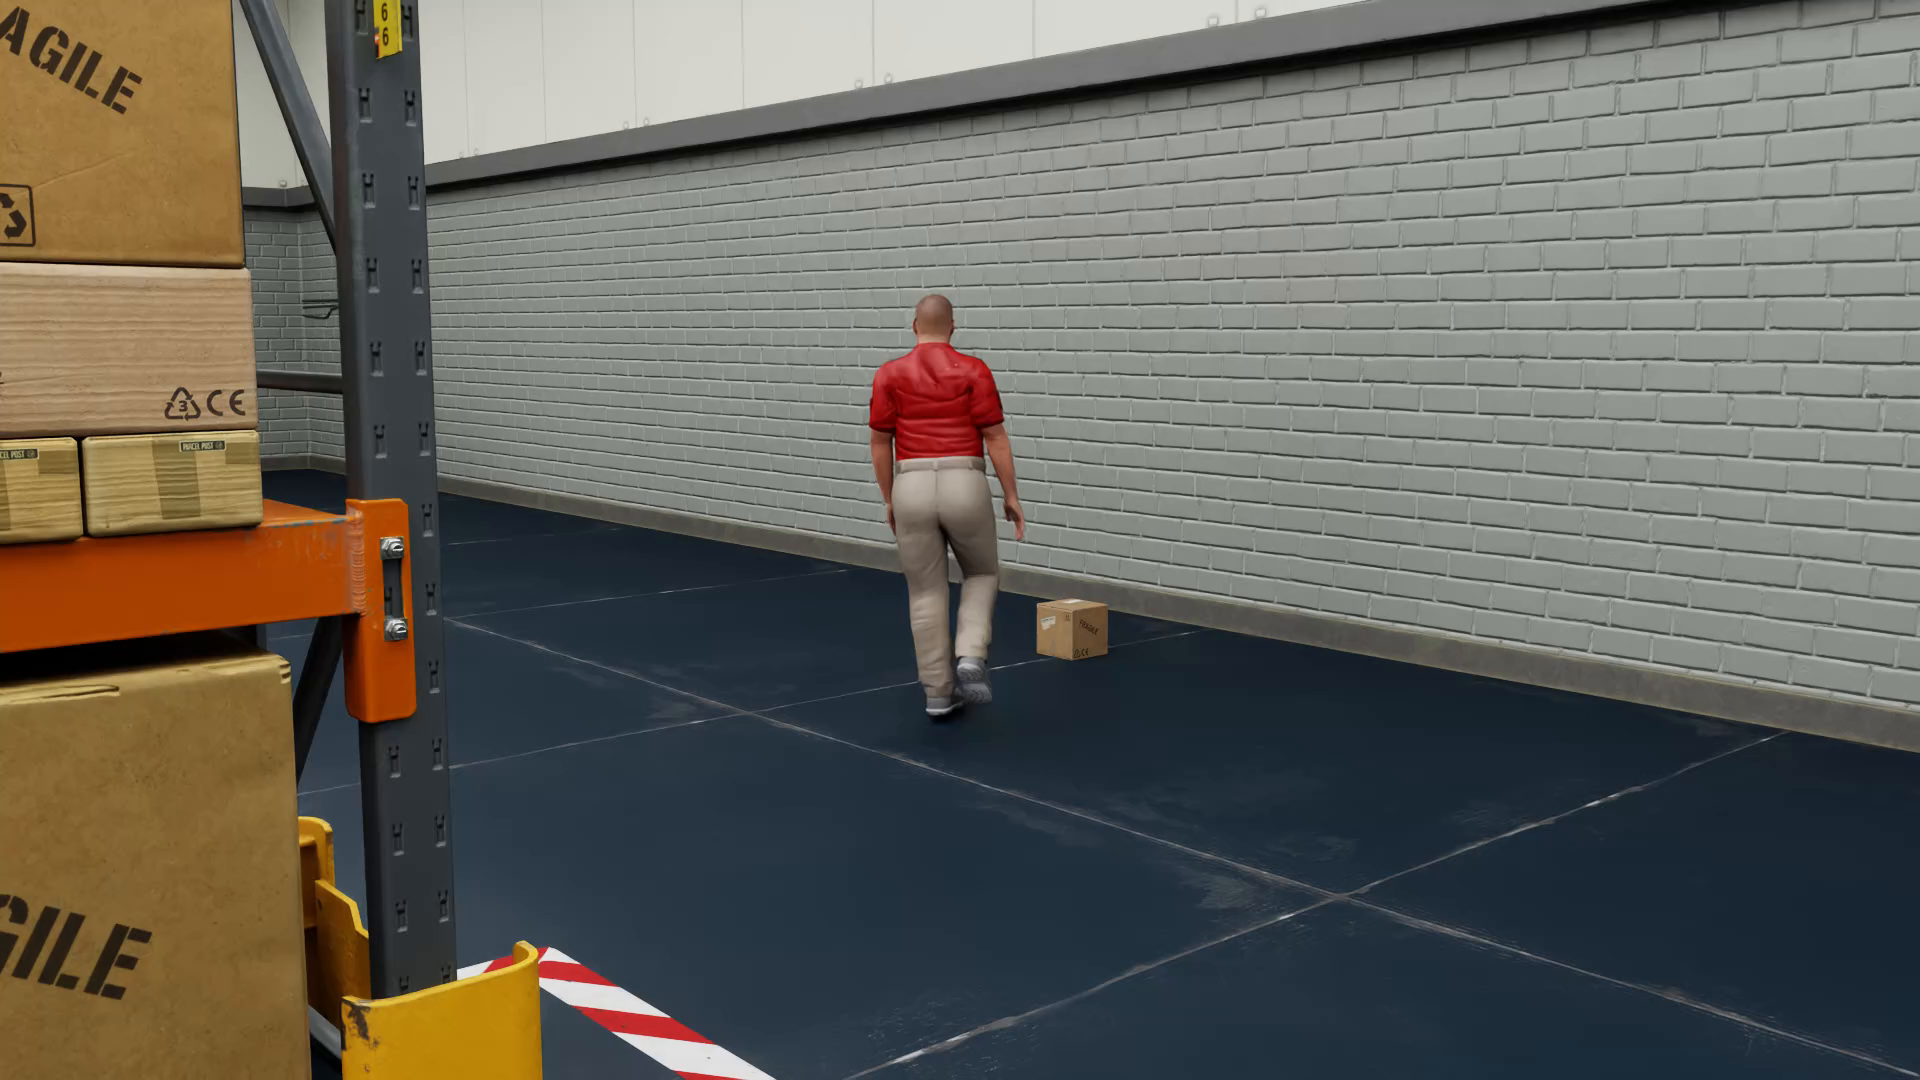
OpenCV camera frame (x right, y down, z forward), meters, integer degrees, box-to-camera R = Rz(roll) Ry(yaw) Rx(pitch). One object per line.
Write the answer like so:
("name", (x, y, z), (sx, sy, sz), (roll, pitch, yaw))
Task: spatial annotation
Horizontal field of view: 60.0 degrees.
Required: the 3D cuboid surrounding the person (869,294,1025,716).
("person", (-0.050, -0.151, 6.879), (0.646, 1.717, 0.461), (1, 7, 6))
